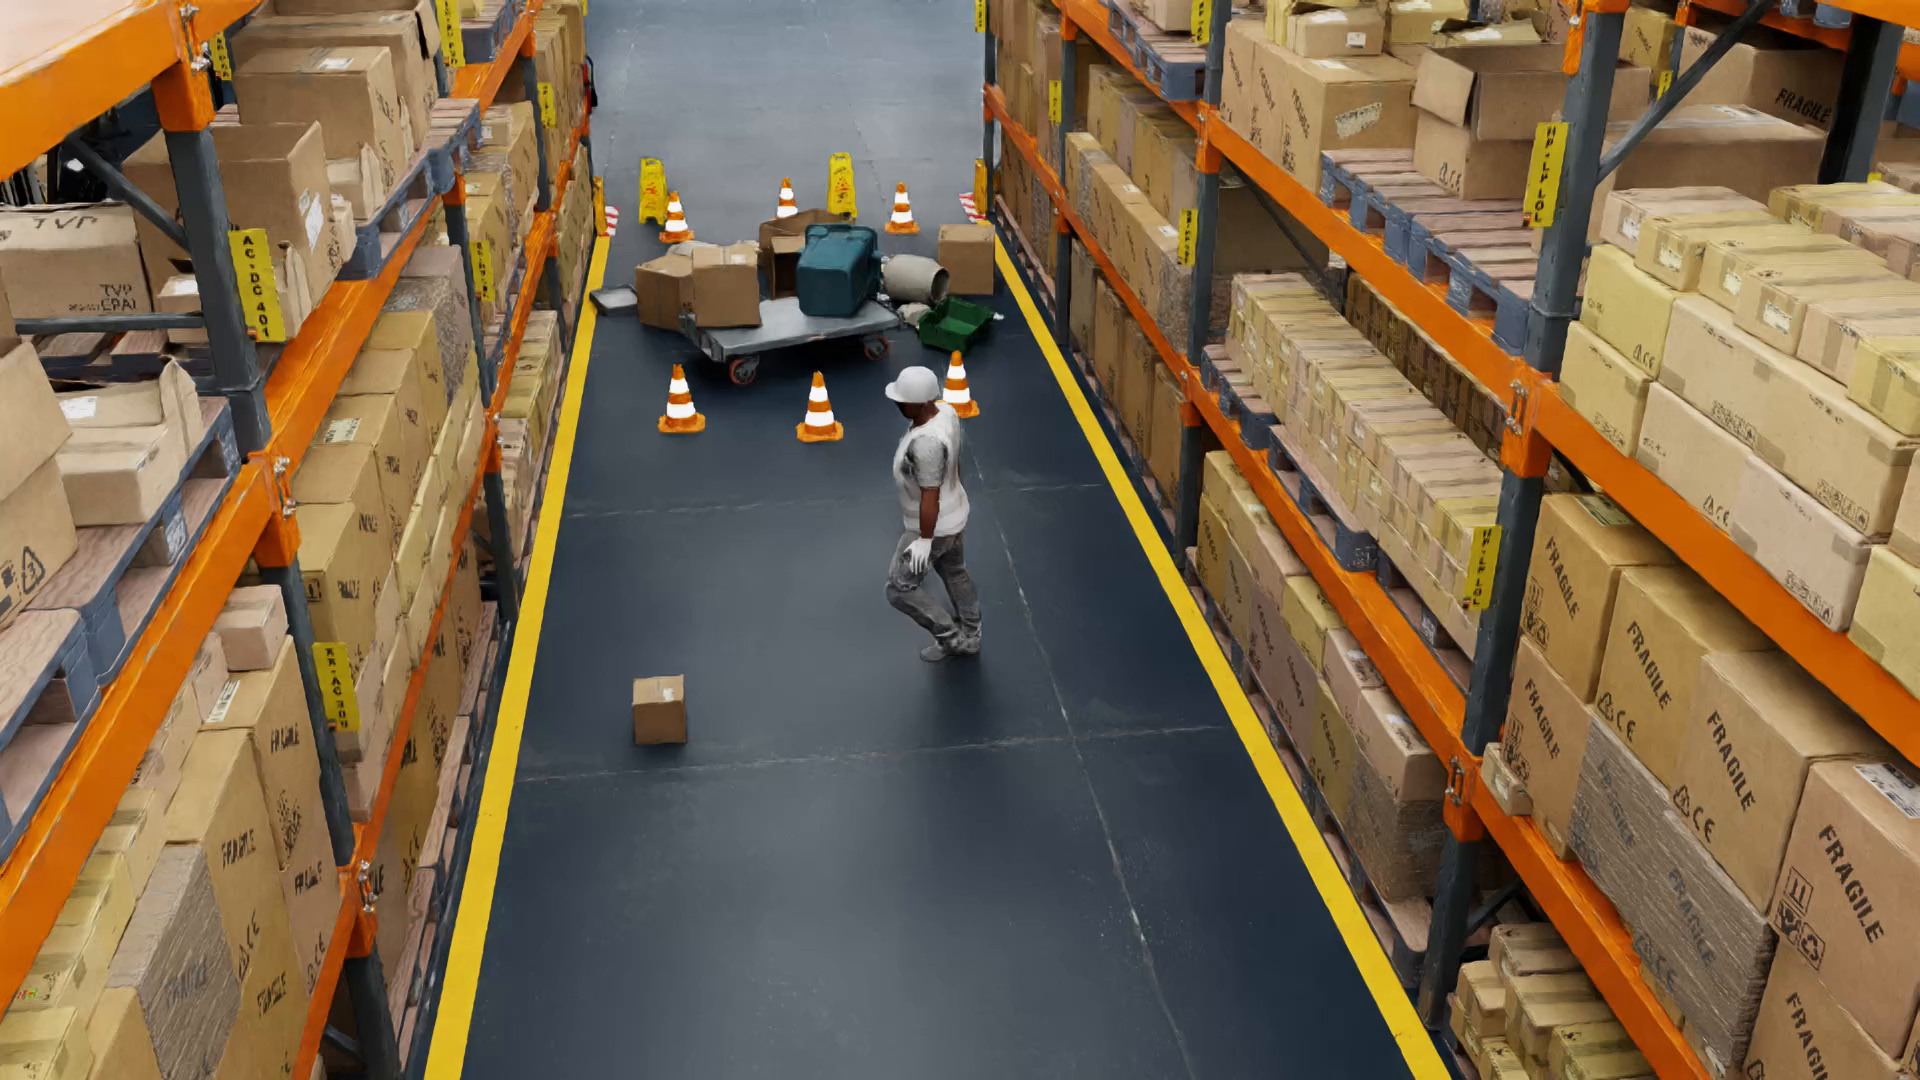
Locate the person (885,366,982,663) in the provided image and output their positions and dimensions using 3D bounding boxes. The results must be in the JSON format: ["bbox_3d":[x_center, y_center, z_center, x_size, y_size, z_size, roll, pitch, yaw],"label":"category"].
[{"bbox_3d":[-0.139,-0.105,8.751,0.470,1.758,0.660,4,27,7],"label":"person"}]
